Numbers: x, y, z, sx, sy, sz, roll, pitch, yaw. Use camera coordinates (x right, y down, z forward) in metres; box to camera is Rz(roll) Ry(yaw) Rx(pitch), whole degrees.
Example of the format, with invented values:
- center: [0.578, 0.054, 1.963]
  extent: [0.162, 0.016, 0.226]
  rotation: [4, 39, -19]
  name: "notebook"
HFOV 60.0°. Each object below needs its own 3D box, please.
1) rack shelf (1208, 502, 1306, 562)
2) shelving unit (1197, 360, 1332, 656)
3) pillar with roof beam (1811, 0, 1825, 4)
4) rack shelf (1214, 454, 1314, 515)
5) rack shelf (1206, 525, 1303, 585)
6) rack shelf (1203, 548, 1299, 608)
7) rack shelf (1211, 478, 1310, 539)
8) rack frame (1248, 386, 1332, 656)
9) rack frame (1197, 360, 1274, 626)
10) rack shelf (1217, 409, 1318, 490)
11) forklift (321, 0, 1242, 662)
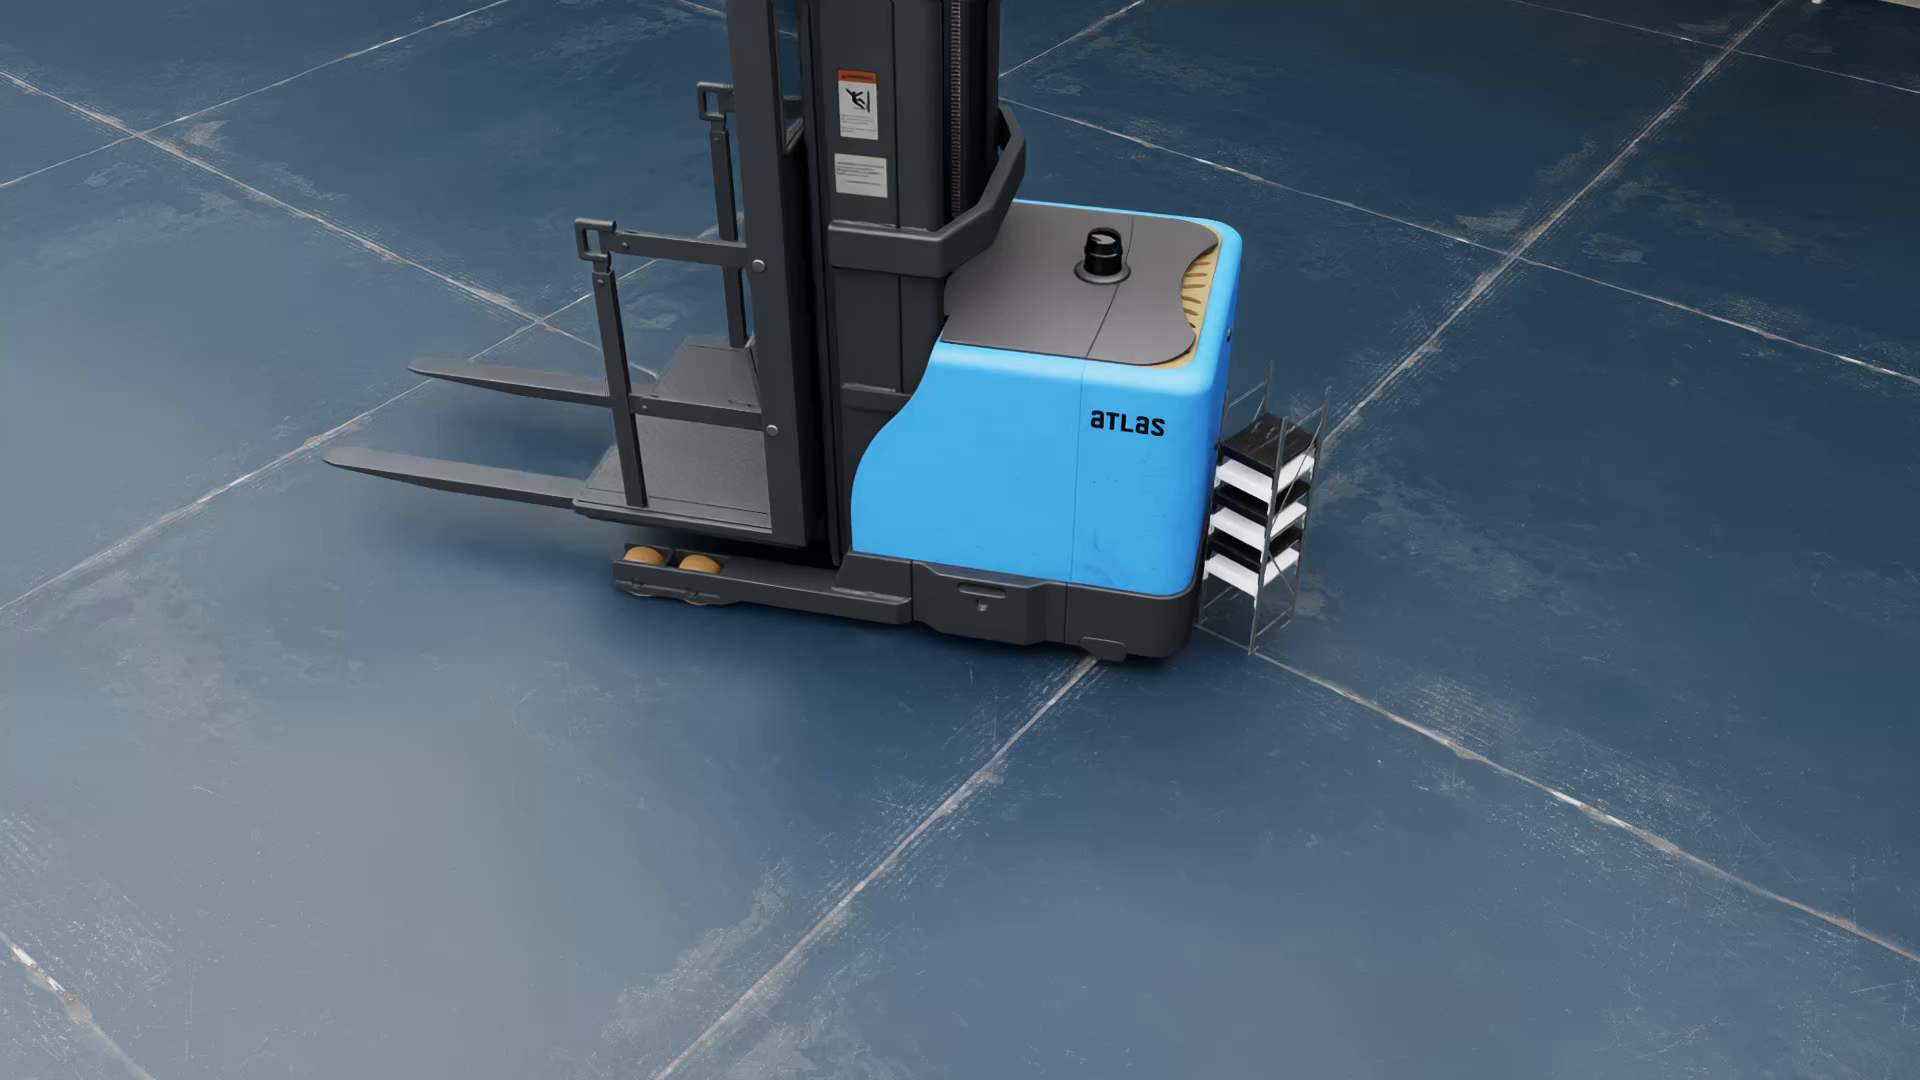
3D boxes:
- center: [0.927, -0.059, 5.149]
  extent: [0.200, 0.077, 0.258]
  rotation: [30, 47, 33]
  name: "rack shelf"
- center: [0.927, -0.086, 5.128]
  extent: [0.210, 0.900, 0.258]
  rotation: [30, 47, 33]
  name: "shelving unit"
- center: [2.383, -4.737, 4.500]
  extent: [0.400, 9.000, 9.100]
  rotation: [25, 45, 29]
  name: "pillar with roof beam"
- center: [0.928, -0.201, 5.038]
  extent: [0.200, 0.077, 0.258]
  rotation: [30, 47, 33]
  name: "rack shelf"
- center: [0.927, 0.012, 5.204]
  extent: [0.200, 0.077, 0.258]
  rotation: [30, 47, 33]
  name: "rack shelf"
- center: [0.927, 0.083, 5.259]
  extent: [0.200, 0.077, 0.258]
  rotation: [30, 47, 33]
  name: "rack shelf"
- center: [0.928, -0.130, 5.093]
  extent: [0.200, 0.077, 0.258]
  rotation: [30, 47, 33]
  name: "rack shelf"
- center: [1.001, -0.042, 5.073]
  extent: [0.006, 0.900, 0.240]
  rotation: [30, 47, 33]
  name: "rack frame"
- center: [0.854, -0.129, 5.183]
  extent: [0.006, 0.900, 0.240]
  rotation: [30, 47, 33]
  name: "rack frame"
- center: [0.928, -0.272, 4.983]
  extent: [0.200, 0.077, 0.258]
  rotation: [30, 47, 33]
  name: "rack shelf"
- center: [-0.660, -1.246, 4.964]
  extent: [3.031, 2.935, 1.130]
  rotation: [8, 39, 10]
  name: "forklift"
